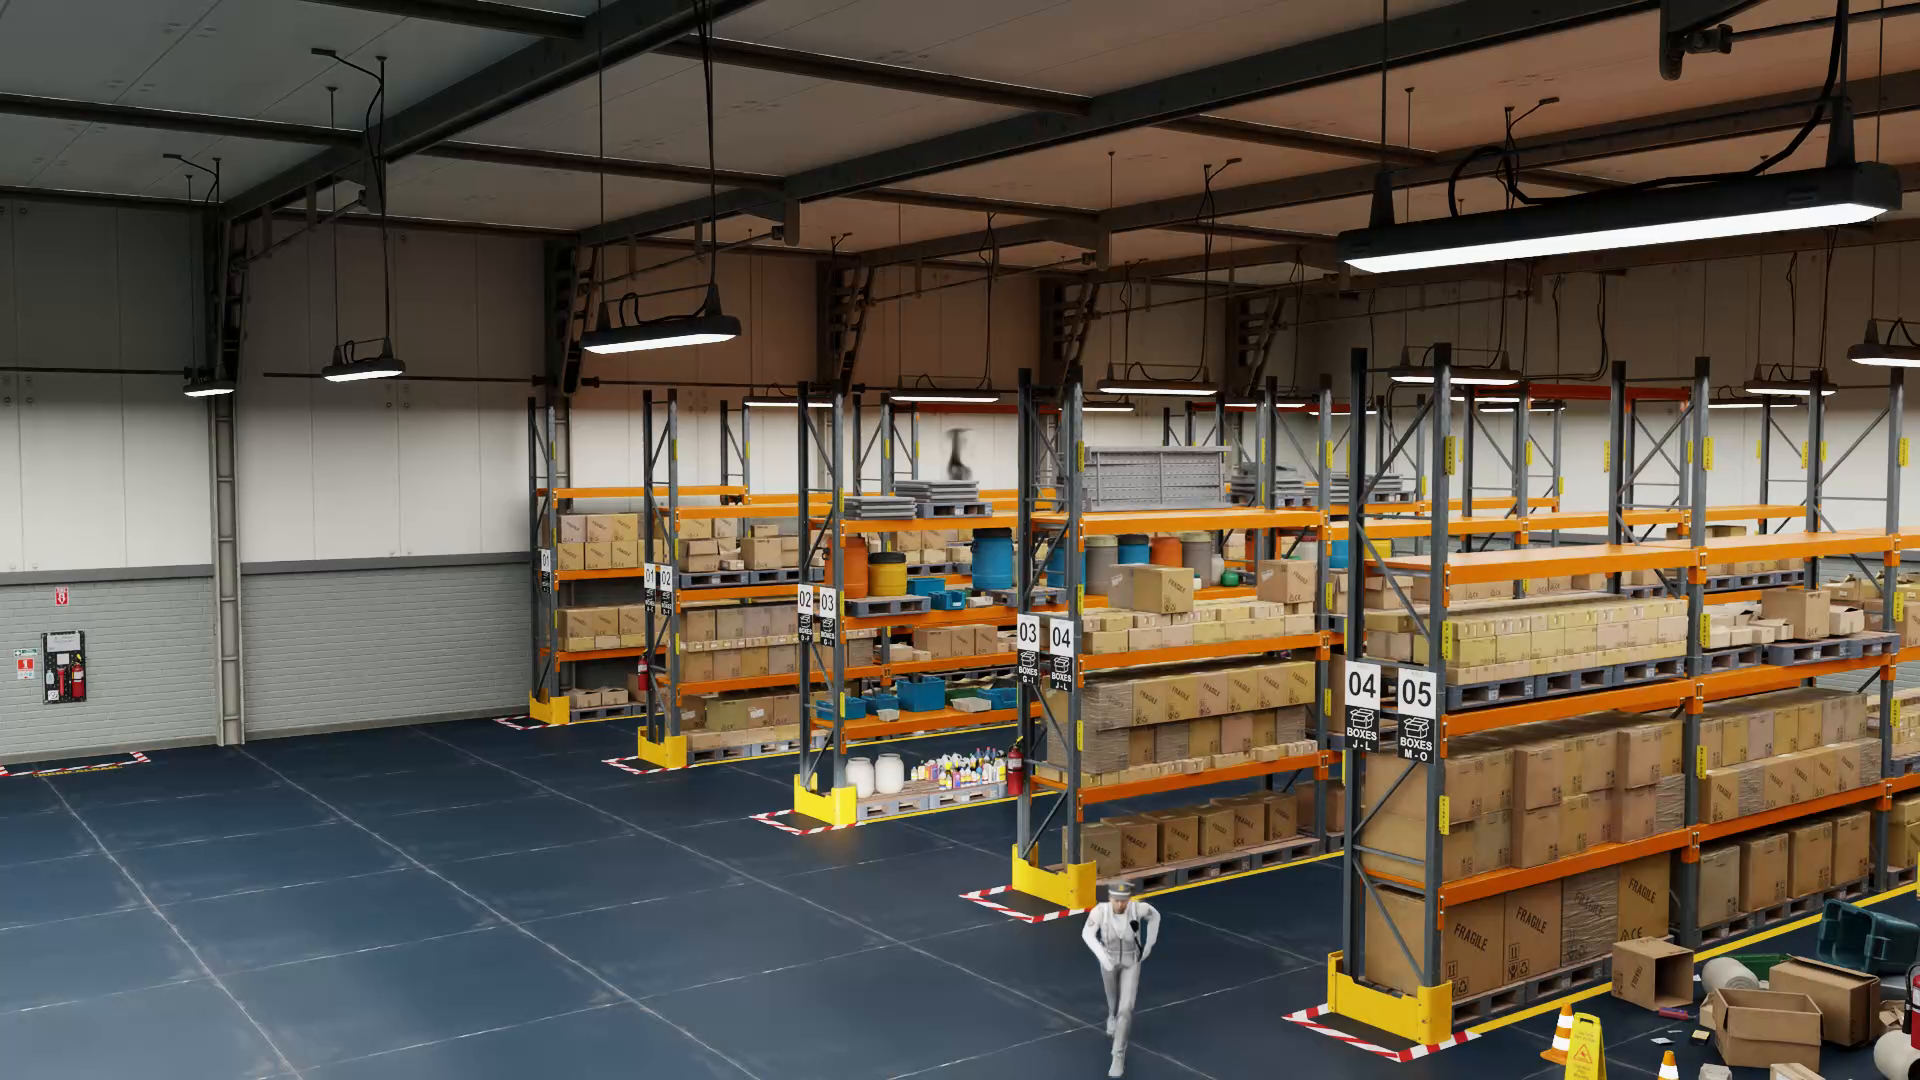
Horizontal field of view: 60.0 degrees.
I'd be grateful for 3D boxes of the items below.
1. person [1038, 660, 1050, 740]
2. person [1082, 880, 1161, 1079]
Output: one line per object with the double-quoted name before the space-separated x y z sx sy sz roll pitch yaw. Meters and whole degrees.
"person" 1.627 2.581 28.879 0.747 1.820 0.638 -3 4 -40
"person" 1.345 3.564 13.940 0.655 1.628 0.977 0 3 2
